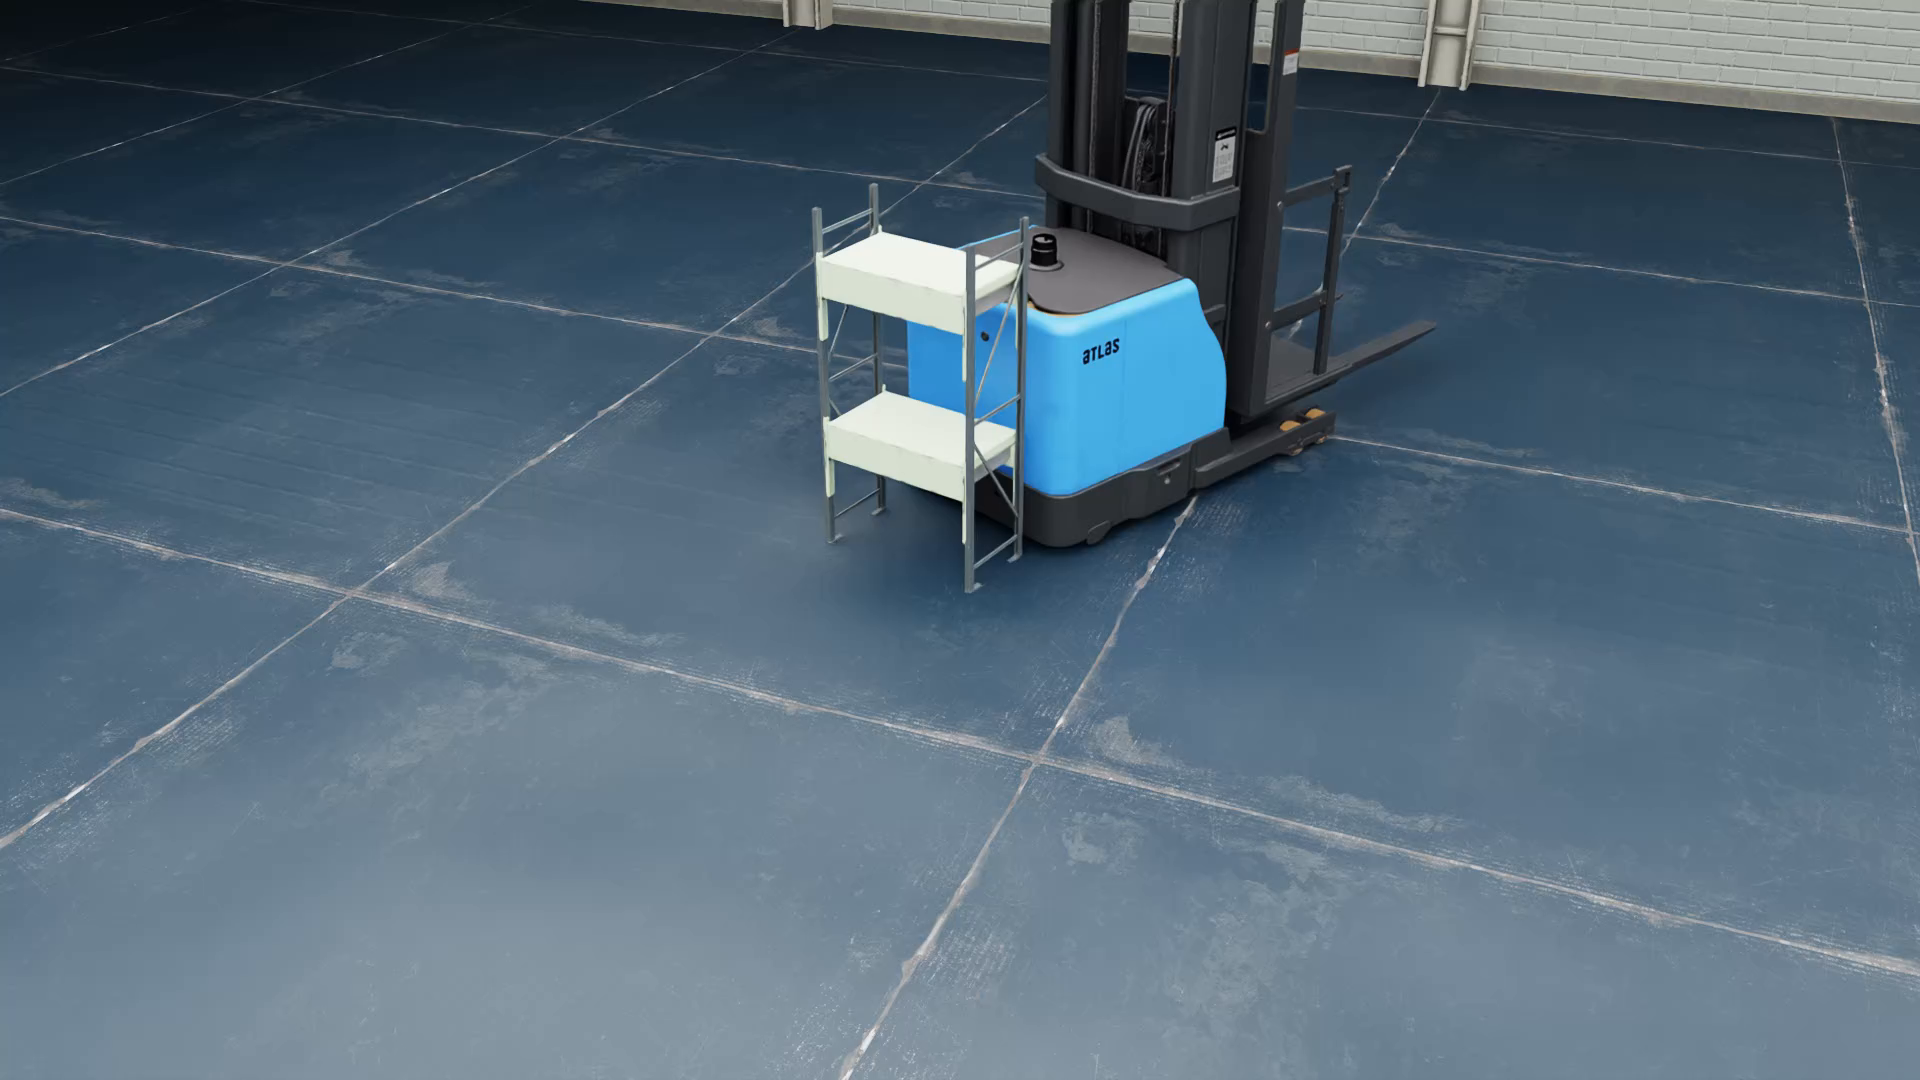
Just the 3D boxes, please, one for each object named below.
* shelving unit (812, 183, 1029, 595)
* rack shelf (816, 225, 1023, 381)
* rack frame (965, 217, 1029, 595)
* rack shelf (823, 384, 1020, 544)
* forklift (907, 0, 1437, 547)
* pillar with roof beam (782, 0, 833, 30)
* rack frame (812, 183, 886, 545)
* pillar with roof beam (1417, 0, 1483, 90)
[{"bbox_3d":[-0.156,-0.613,6.811,0.755,1.500,0.431,19,35,30],"label":"shelving unit"},{"bbox_3d":[-0.156,-0.953,6.619,0.720,0.370,0.431,19,35,30],"label":"rack shelf"},{"bbox_3d":[0.144,-0.510,6.629,0.023,1.500,0.400,19,35,30],"label":"rack frame"},{"bbox_3d":[-0.156,-0.330,6.972,0.720,0.370,0.431,19,35,30],"label":"rack shelf"},{"bbox_3d":[1.186,-1.851,7.546,3.031,2.935,1.130,-24,37,-36],"label":"forklift"},{"bbox_3d":[-3.078,-6.928,10.363,0.400,9.000,9.100,11,31,19],"label":"pillar with roof beam"},{"bbox_3d":[-0.456,-0.717,6.994,0.023,1.500,0.400,19,35,30],"label":"rack frame"},{"bbox_3d":[2.482,-5.818,8.399,0.400,9.000,9.100,11,31,19],"label":"pillar with roof beam"}]
